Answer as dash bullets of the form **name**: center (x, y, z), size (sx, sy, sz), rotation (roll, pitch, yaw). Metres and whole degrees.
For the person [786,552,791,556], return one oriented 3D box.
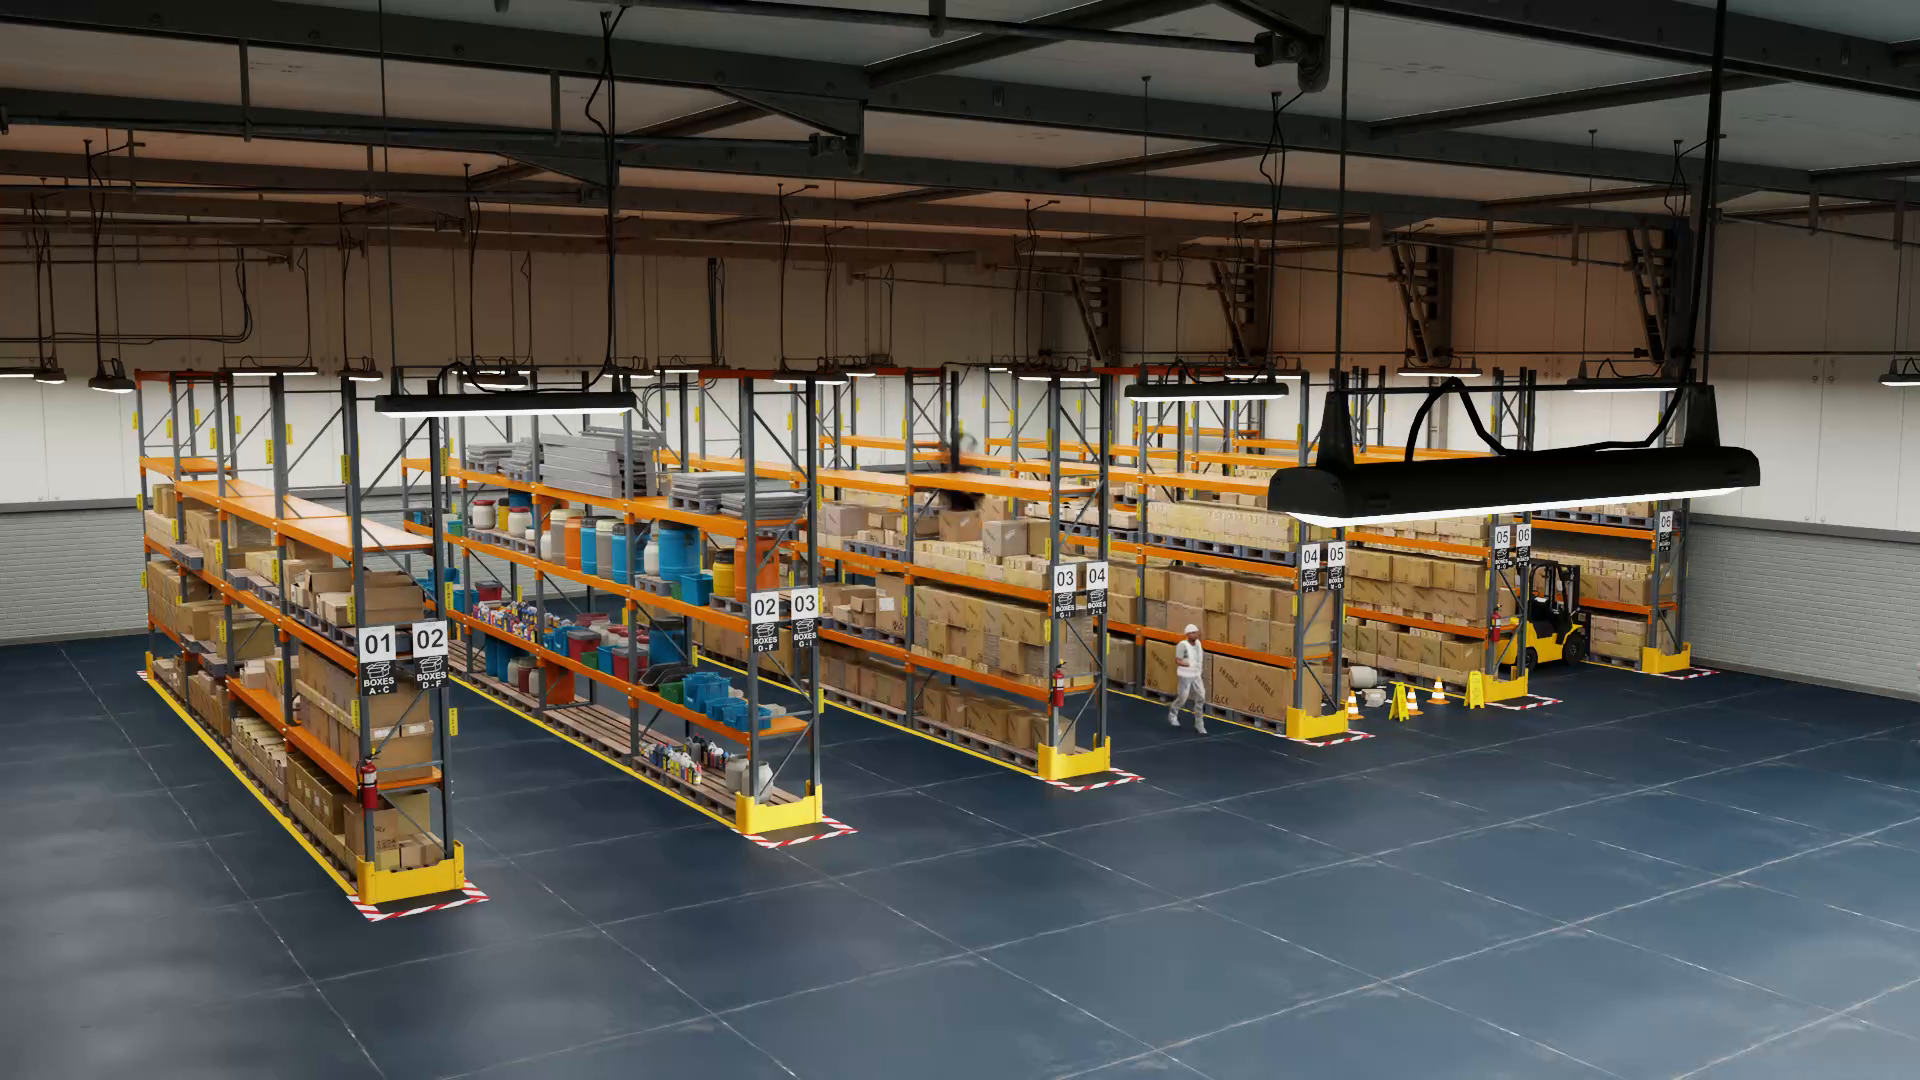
- **person**: center (-4.078, 1.096, 39.226), size (0.608, 1.628, 0.855), rotation (-1, 7, -11)

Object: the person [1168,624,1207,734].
- **person**: center (3.831, 2.317, 27.832), size (0.700, 1.857, 0.786), rotation (-5, 8, -37)
